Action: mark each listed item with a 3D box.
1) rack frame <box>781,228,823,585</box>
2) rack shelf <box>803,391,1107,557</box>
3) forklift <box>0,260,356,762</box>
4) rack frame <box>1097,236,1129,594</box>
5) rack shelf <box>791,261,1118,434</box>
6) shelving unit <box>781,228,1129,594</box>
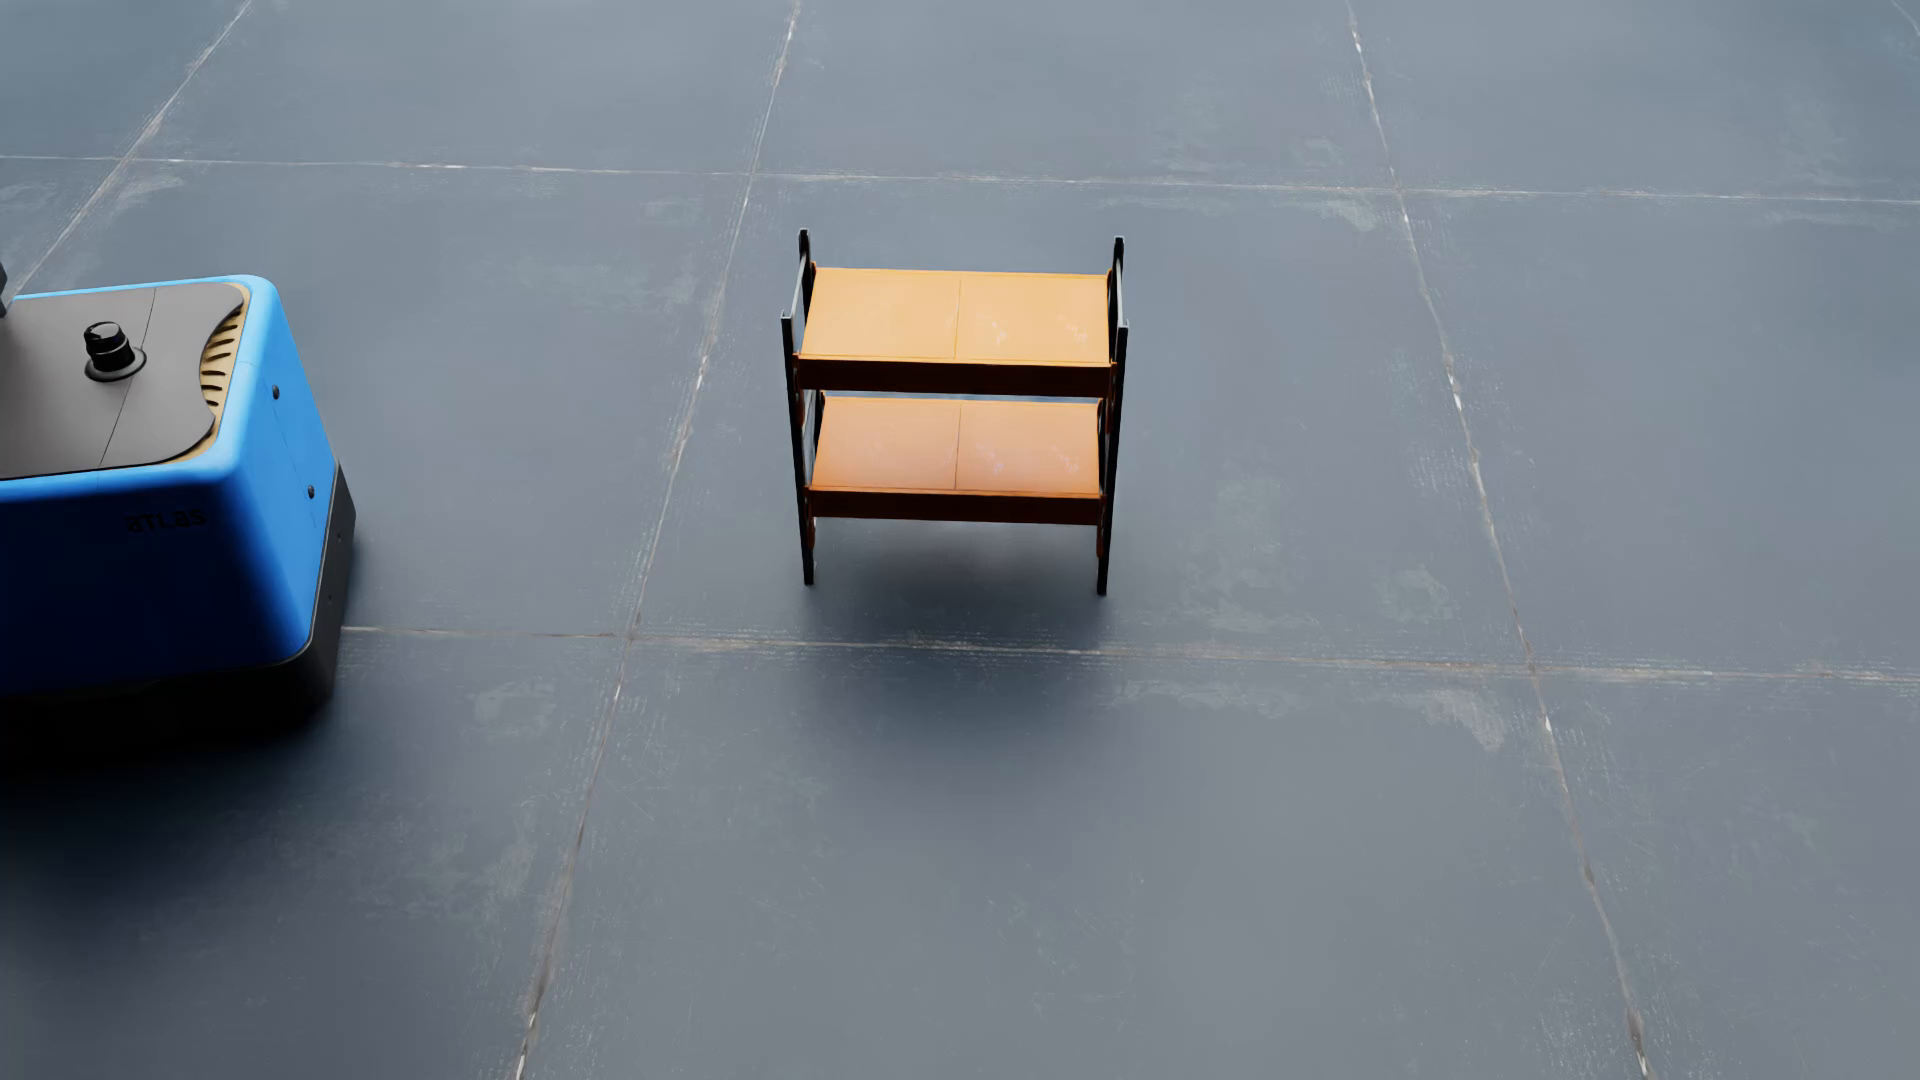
[{"bbox_3d":[-0.515,-0.427,5.582,0.032,1.125,0.500,2,43,2],"label":"rack frame"},{"bbox_3d":[-0.007,-0.233,5.732,1.000,0.278,0.538,2,43,2],"label":"rack shelf"},{"bbox_3d":[-3.577,-0.648,4.495,3.031,2.935,1.130,-7,43,-7],"label":"forklift"},{"bbox_3d":[0.501,-0.396,5.549,0.032,1.125,0.500,2,43,2],"label":"rack frame"},{"bbox_3d":[-0.007,-0.626,5.366,1.000,0.278,0.538,2,43,2],"label":"rack shelf"},{"bbox_3d":[-0.007,-0.412,5.566,1.048,1.125,0.538,2,43,2],"label":"shelving unit"}]
